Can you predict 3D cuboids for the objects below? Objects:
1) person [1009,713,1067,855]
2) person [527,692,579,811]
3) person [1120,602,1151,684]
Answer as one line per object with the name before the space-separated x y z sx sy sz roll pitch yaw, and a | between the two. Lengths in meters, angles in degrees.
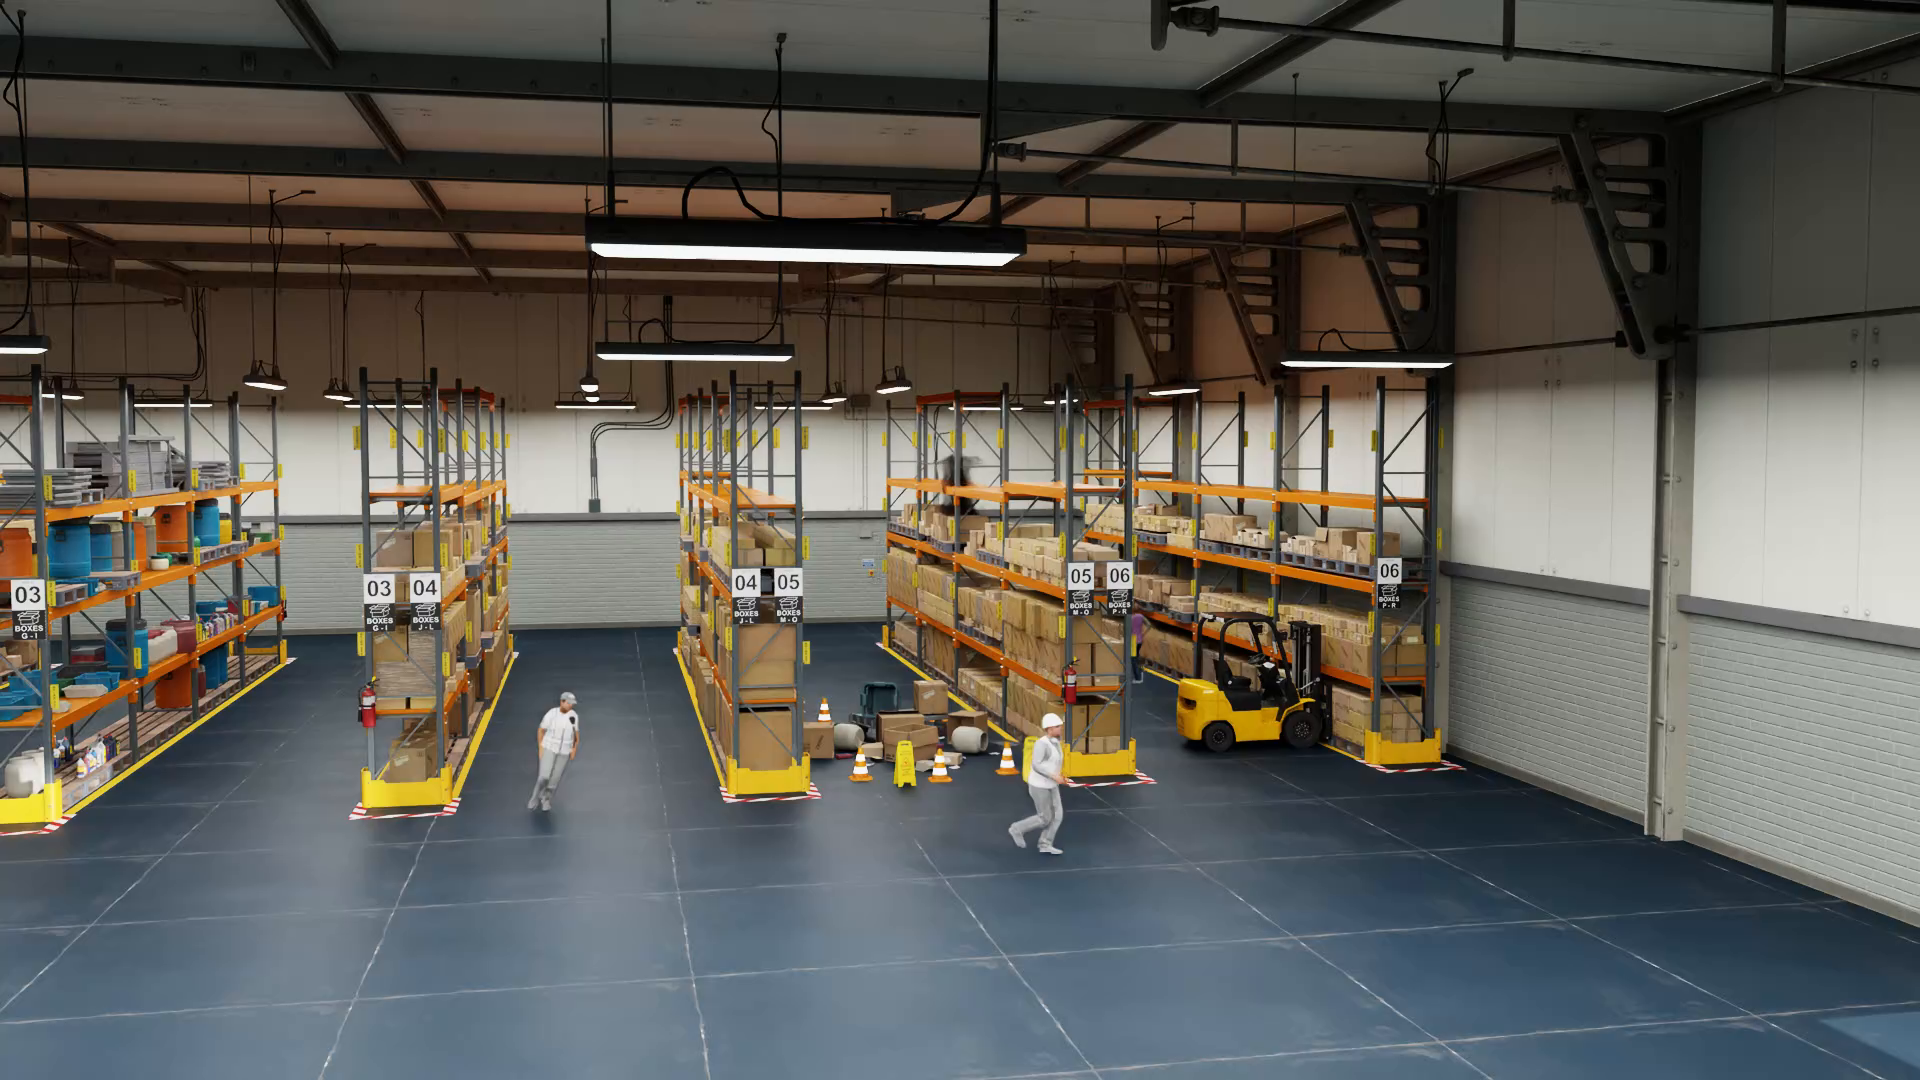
person | 0.975 2.951 20.171 0.754 1.726 0.659 2 4 26
person | -5.493 2.857 22.466 0.676 1.601 0.589 -2 4 -35
person | 3.392 2.007 32.419 0.540 1.602 0.610 -1 4 -21
